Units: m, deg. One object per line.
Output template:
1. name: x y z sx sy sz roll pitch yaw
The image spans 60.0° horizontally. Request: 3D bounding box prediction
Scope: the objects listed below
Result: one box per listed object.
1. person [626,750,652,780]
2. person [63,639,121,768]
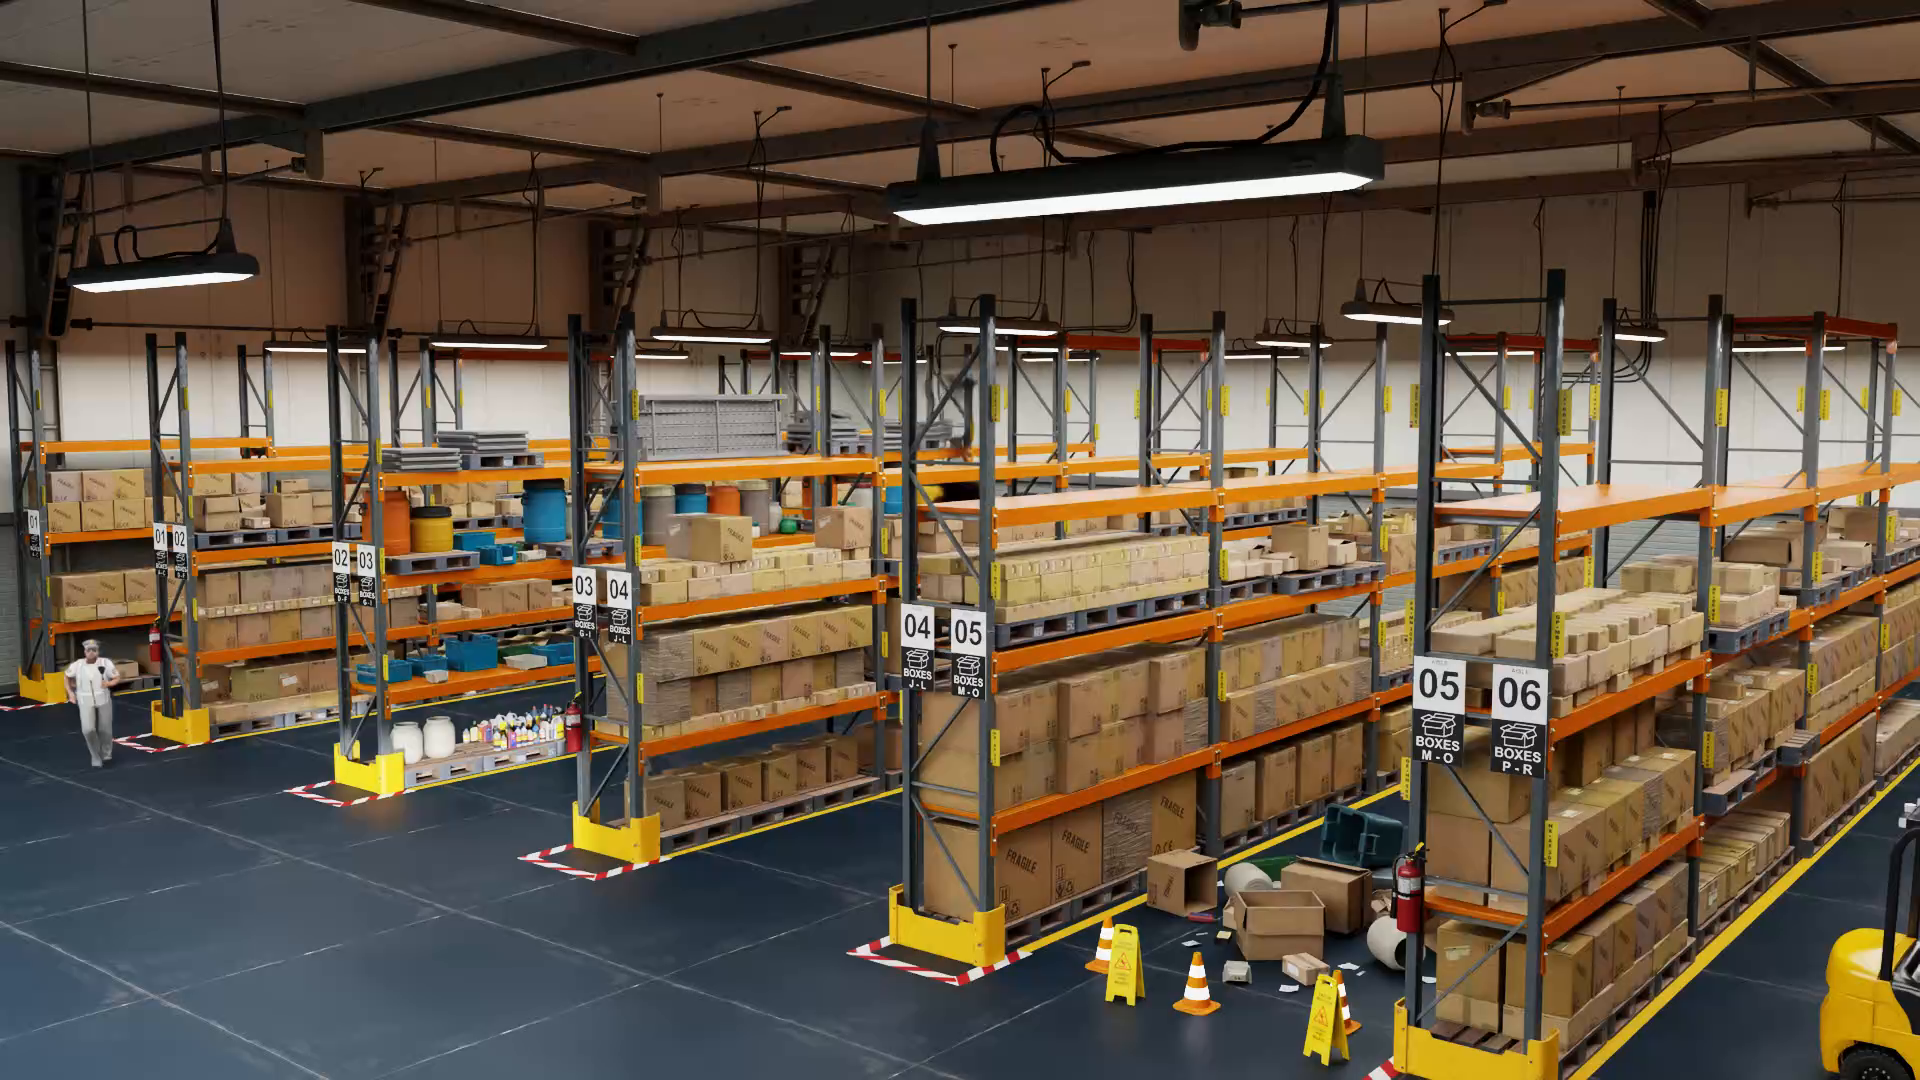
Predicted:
1. person: -4.280 2.333 21.713 0.646 1.847 0.796 2 5 18
2. person: -11.893 2.250 22.813 0.698 1.801 0.789 -3 6 -28
